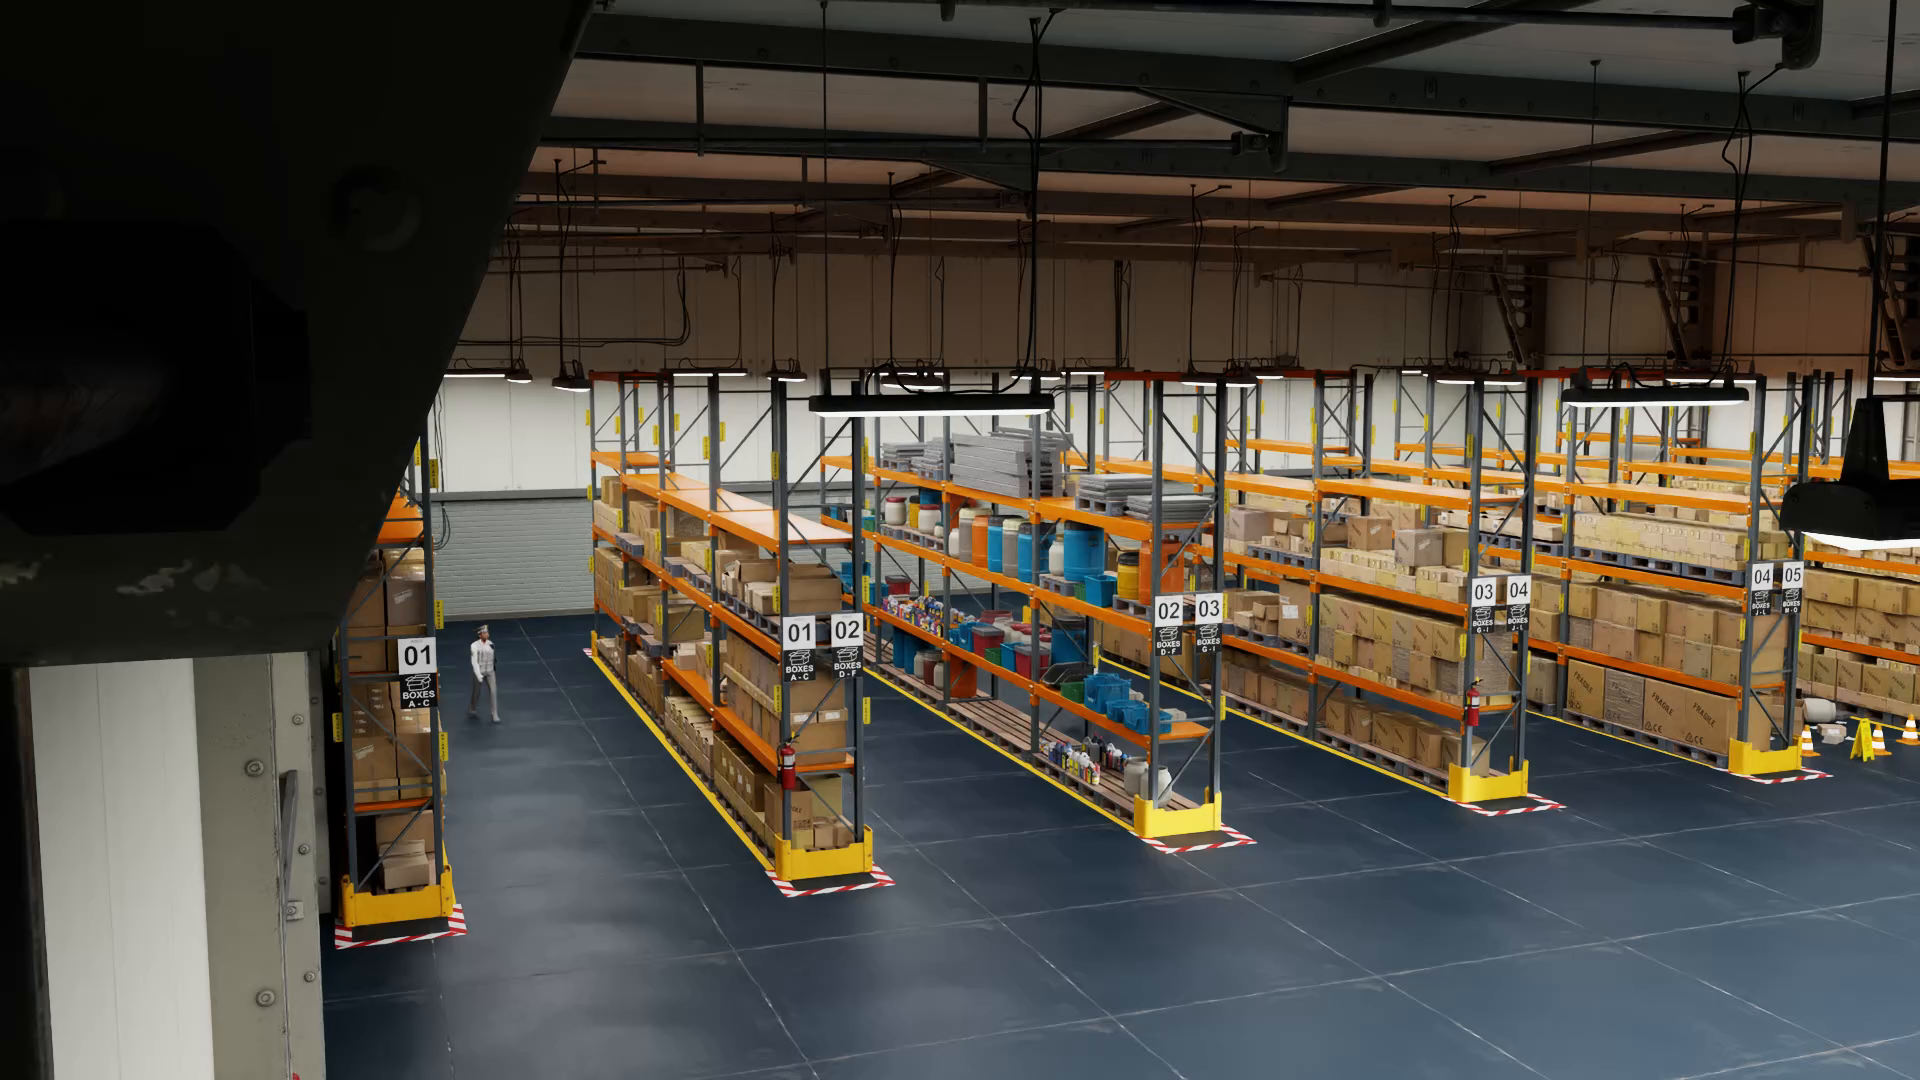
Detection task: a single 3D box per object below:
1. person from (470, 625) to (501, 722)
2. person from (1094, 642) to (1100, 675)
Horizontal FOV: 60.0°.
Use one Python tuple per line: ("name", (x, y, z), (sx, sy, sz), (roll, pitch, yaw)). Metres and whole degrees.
("person", (-8.267, 2.279, 28.813), (0.432, 1.642, 0.989), (-4, 7, -30))
("person", (2.142, 2.193, 27.876), (0.565, 1.553, 1.056), (-1, 7, -11))
